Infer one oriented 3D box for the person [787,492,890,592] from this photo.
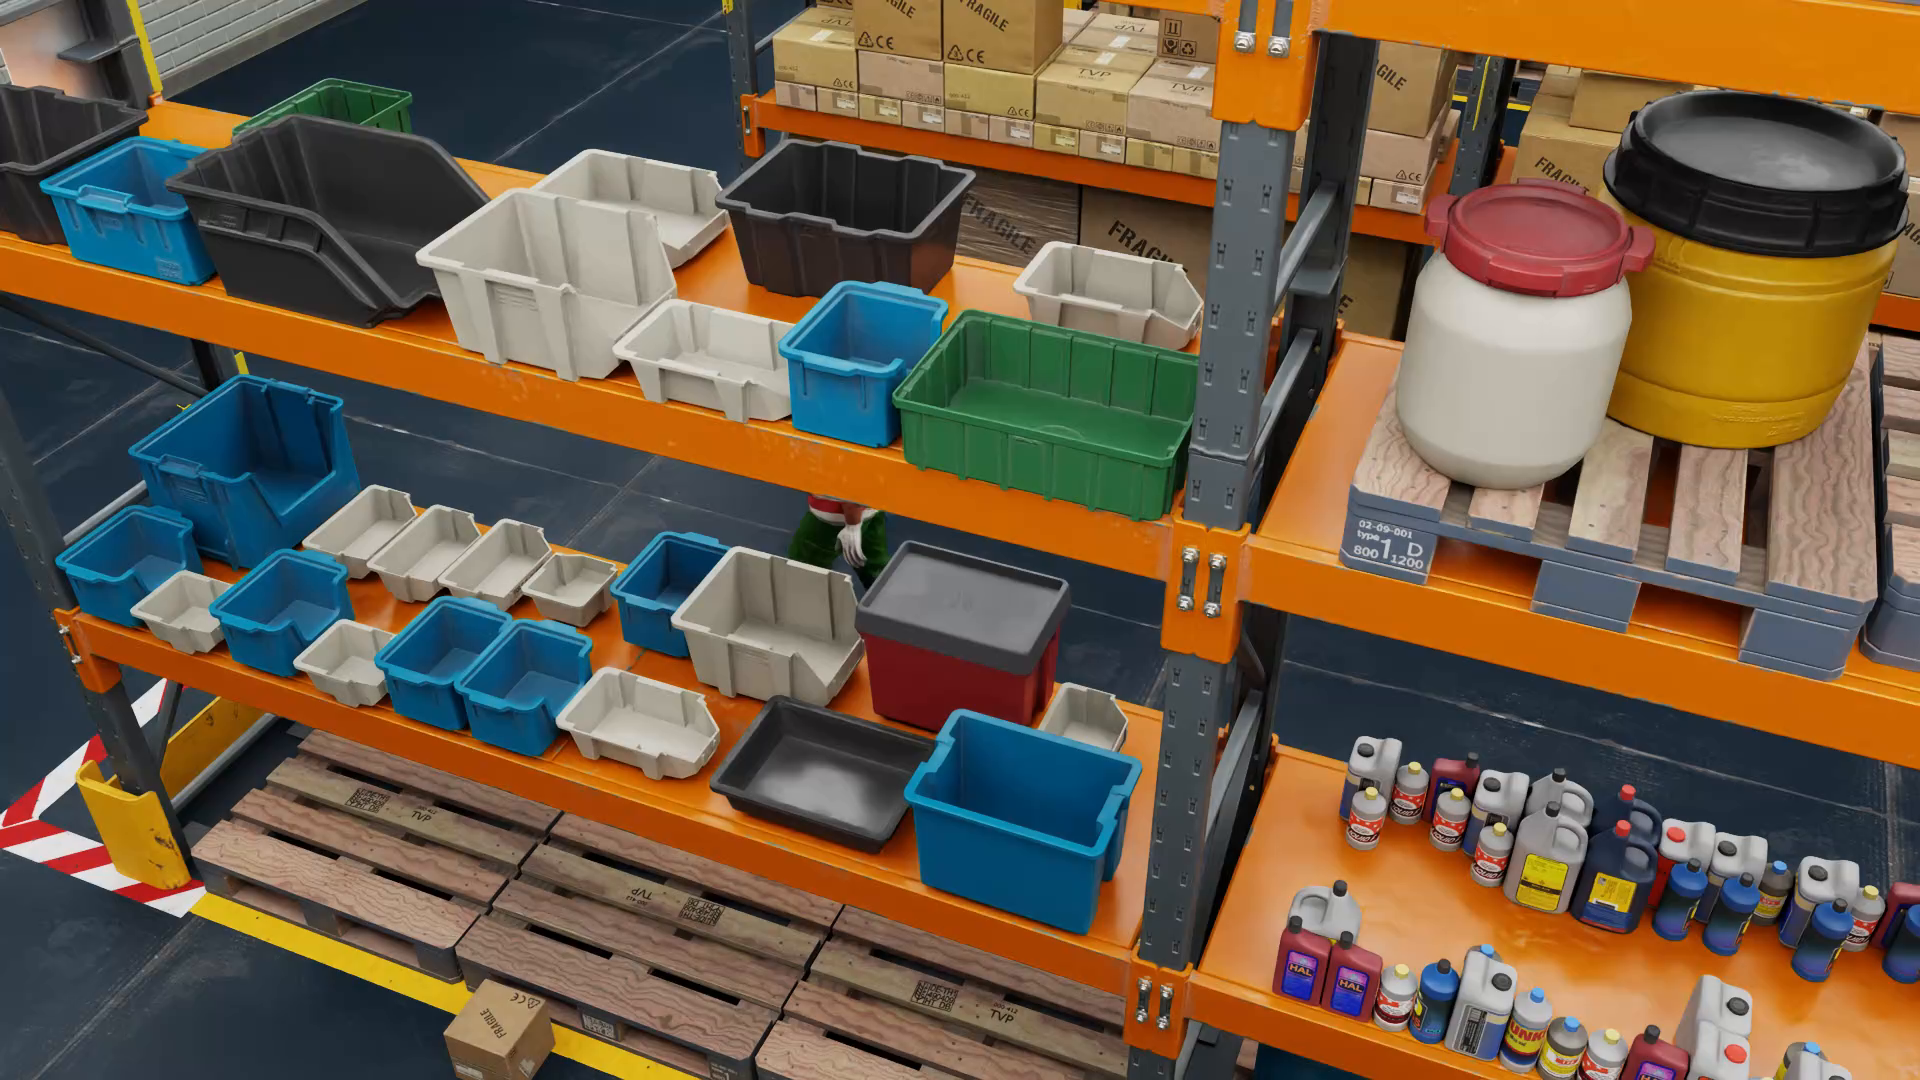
[{"bbox_3d":[-0.468,-0.158,6.992,0.534,1.784,0.579,9,38,11],"label":"person"}]
